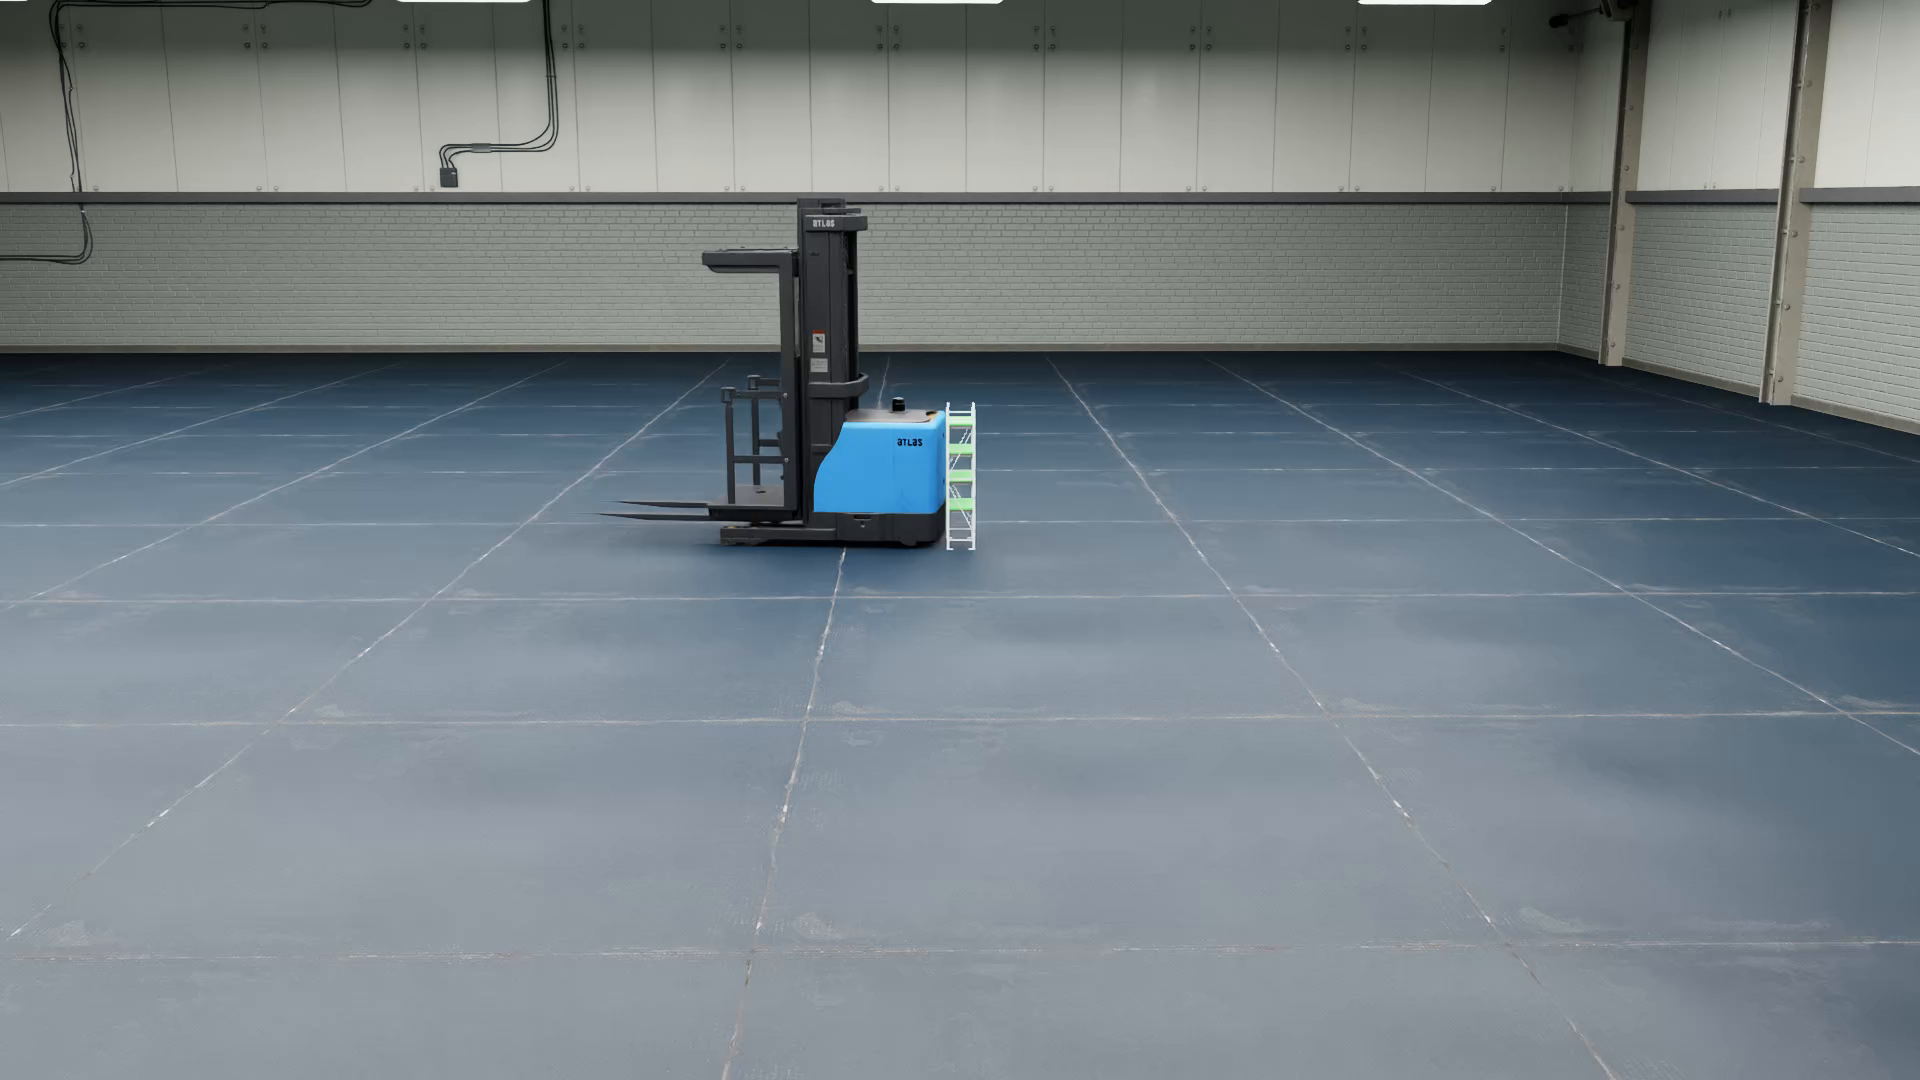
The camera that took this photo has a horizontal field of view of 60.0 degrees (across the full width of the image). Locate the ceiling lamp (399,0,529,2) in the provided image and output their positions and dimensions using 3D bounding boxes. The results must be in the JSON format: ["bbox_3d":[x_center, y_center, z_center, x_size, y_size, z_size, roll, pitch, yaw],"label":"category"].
[{"bbox_3d":[-7.407,-9.623,24.679,2.000,3.185,0.800,0,11,-1],"label":"ceiling lamp"}]

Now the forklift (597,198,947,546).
[{"bbox_3d":[-1.647,-1.485,14.507,3.031,2.935,1.130,1,12,6],"label":"forklift"}]

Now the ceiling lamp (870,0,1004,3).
[{"bbox_3d":[-0.349,-9.652,24.822,2.000,3.185,0.800,0,11,-1],"label":"ceiling lamp"}]

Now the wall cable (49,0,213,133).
[{"bbox_3d":[-15.658,-9.036,31.574,3.097,2.526,0.112,0,11,-1],"label":"wall cable"}]

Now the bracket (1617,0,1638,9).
[{"bbox_3d":[11.523,-9.290,28.666,0.235,0.232,0.430,0,11,-1],"label":"bracket"}]

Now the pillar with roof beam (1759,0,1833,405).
[{"bbox_3d":[7.689,-6.400,23.471,9.100,9.000,0.400,0,11,-1],"label":"pillar with roof beam"}]

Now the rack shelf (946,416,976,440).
[{"bbox_3d":[0.008,-0.963,14.193,0.258,0.148,0.480,0,11,0],"label":"rack shelf"}]

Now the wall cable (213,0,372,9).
[{"bbox_3d":[-12.564,-11.278,31.185,3.097,2.526,0.112,0,11,-1],"label":"wall cable"}]

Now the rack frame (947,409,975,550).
[{"bbox_3d":[0.008,-0.506,14.037,0.240,1.200,0.015,0,11,0],"label":"rack frame"}]

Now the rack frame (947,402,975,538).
[{"bbox_3d":[0.007,-0.603,14.515,0.240,1.200,0.015,0,11,0],"label":"rack frame"}]

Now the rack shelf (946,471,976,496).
[{"bbox_3d":[0.008,-0.492,14.289,0.258,0.148,0.480,0,11,0],"label":"rack shelf"}]

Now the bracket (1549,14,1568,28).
[{"bbox_3d":[11.457,-9.926,31.801,0.235,0.232,0.430,0,11,-1],"label":"bracket"}]

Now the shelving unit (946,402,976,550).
[{"bbox_3d":[0.008,-0.555,14.276,0.258,1.200,0.503,0,11,0],"label":"shelving unit"}]

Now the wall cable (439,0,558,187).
[{"bbox_3d":[-8.871,-9.774,31.551,2.305,6.003,0.169,0,11,-1],"label":"wall cable"}]

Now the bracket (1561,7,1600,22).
[{"bbox_3d":[11.469,-9.809,31.222,0.076,0.066,3.189,0,11,-1],"label":"bracket"}]

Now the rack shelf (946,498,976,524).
[{"bbox_3d":[0.008,-0.257,14.337,0.258,0.148,0.480,0,11,0],"label":"rack shelf"}]

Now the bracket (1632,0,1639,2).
[{"bbox_3d":[11.576,-8.778,26.141,0.076,0.066,4.783,0,11,-1],"label":"bracket"}]

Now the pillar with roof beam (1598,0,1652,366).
[{"bbox_3d":[7.565,-7.592,29.350,9.100,9.000,0.548,0,11,-1],"label":"pillar with roof beam"}]

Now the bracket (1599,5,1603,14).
[{"bbox_3d":[11.506,-9.455,29.479,0.235,0.232,0.430,0,11,-1],"label":"bracket"}]

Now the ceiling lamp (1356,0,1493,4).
[{"bbox_3d":[6.990,-9.682,24.970,2.000,3.185,0.800,0,11,-1],"label":"ceiling lamp"}]

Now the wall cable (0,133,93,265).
[{"bbox_3d":[-18.363,-6.550,32.022,3.097,2.526,0.112,0,11,-1],"label":"wall cable"}]

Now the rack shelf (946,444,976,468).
[{"bbox_3d":[0.008,-0.727,14.241,0.258,0.148,0.480,0,11,0],"label":"rack shelf"}]
